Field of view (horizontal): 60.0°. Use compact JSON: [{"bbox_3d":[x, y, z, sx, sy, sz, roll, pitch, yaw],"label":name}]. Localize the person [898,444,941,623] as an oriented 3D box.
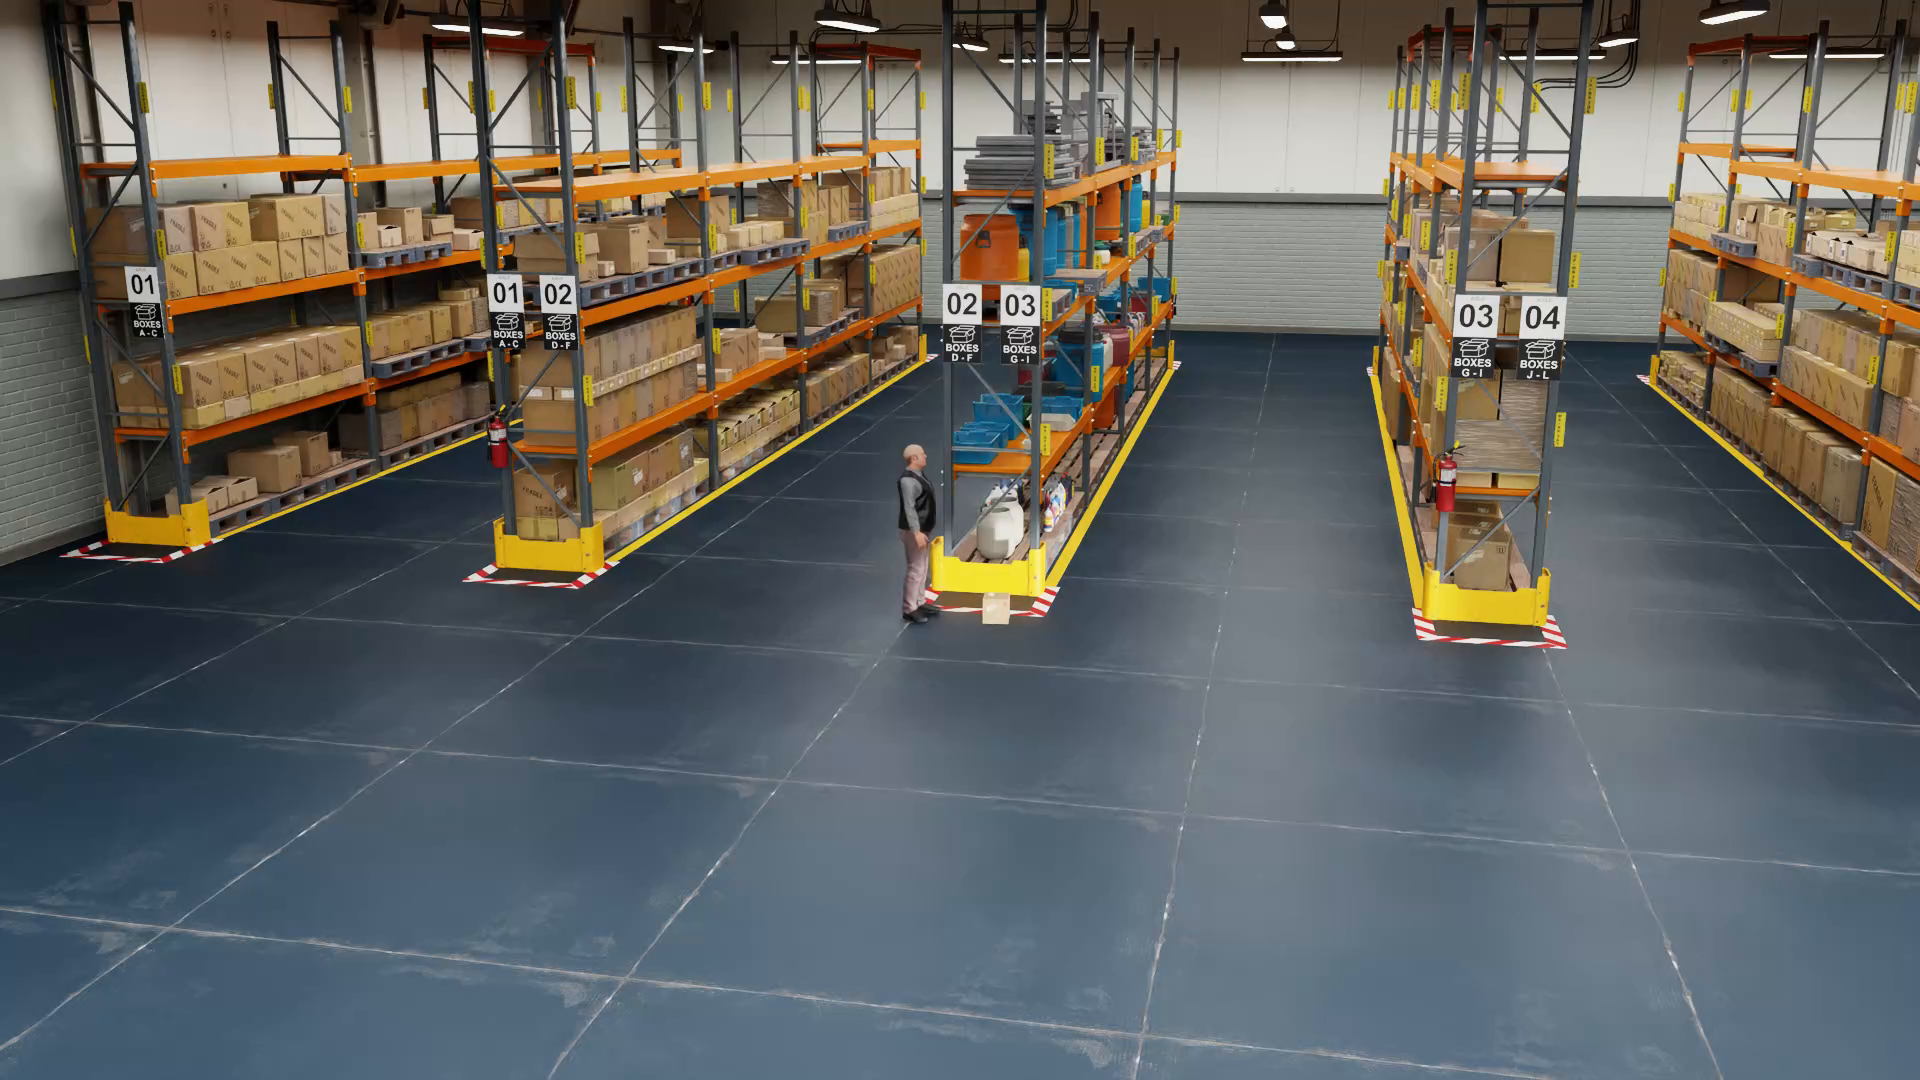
[{"bbox_3d":[-0.403,-0.087,16.310,0.407,1.727,0.546,1,15,5],"label":"person"}]
